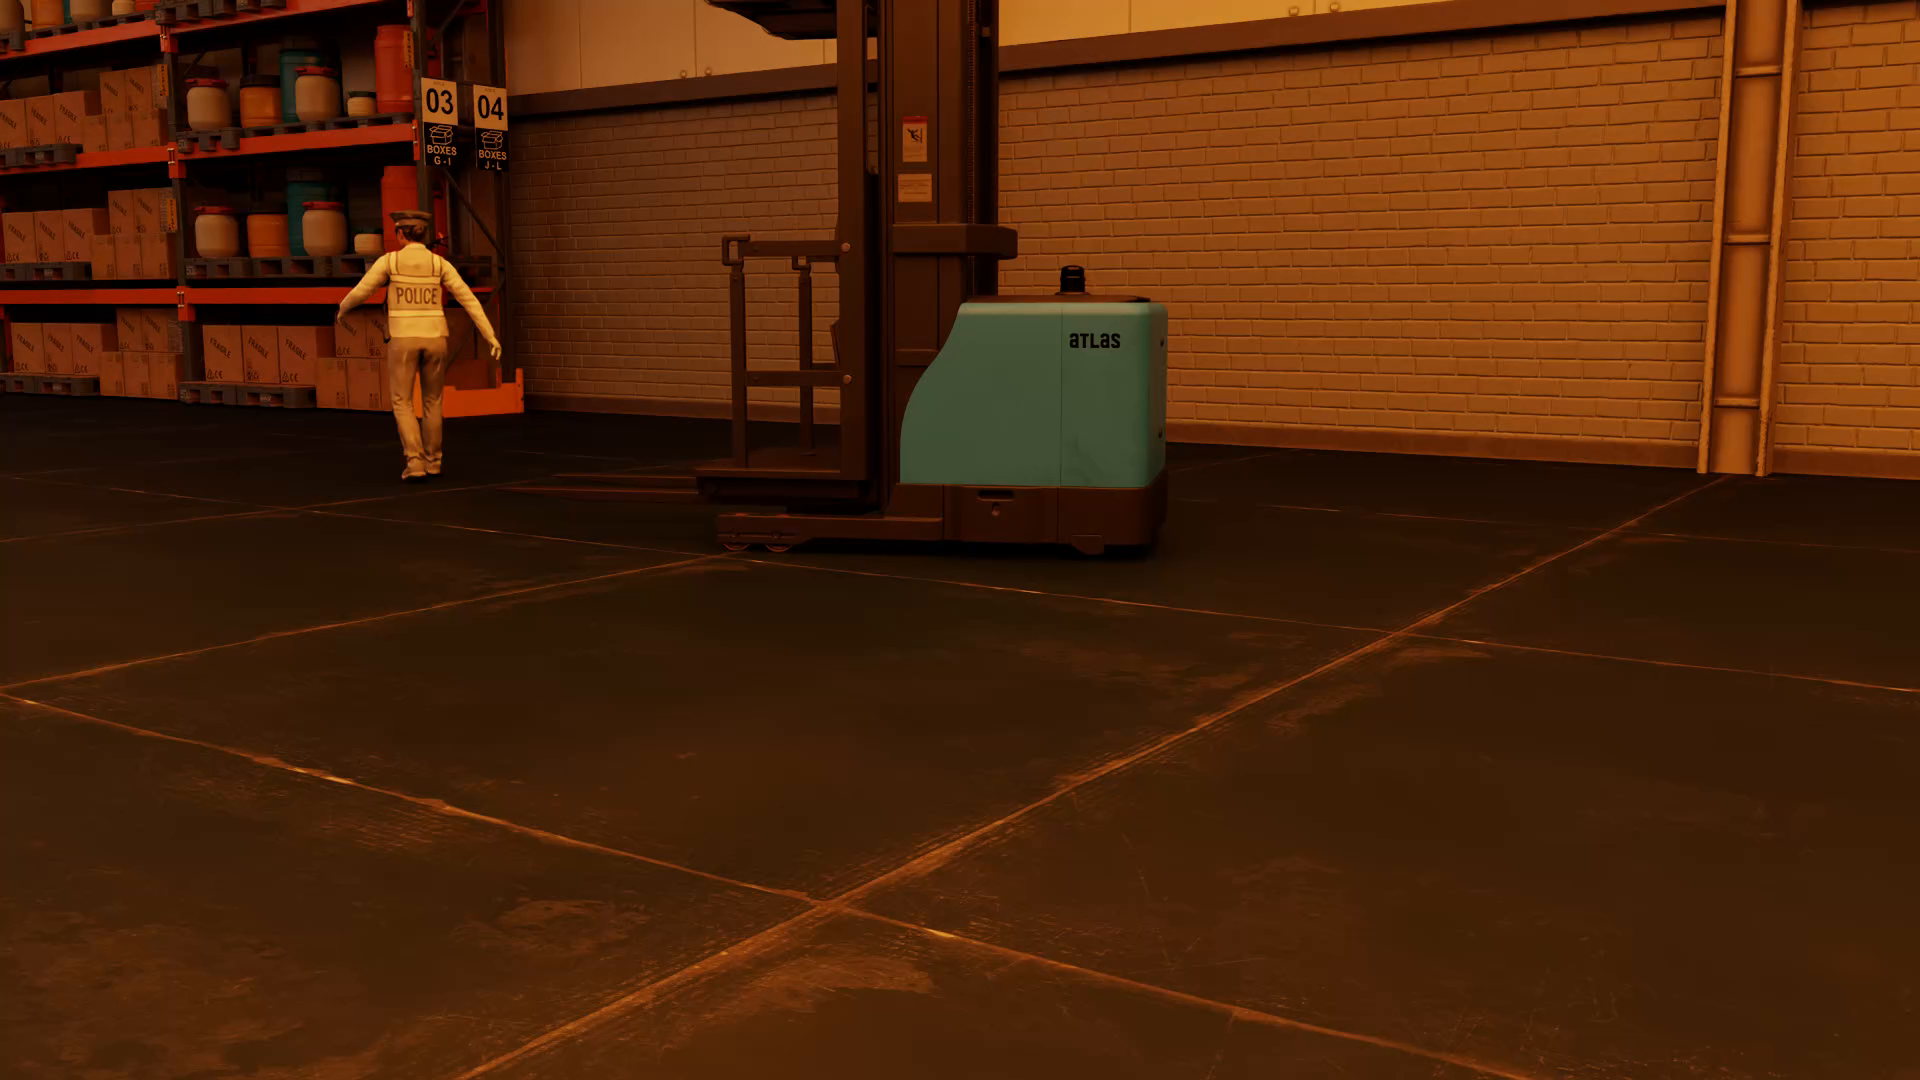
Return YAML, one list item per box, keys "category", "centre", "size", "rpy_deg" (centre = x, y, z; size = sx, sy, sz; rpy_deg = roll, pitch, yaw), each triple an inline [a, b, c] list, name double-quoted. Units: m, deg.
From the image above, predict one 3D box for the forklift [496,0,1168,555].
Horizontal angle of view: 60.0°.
- category: "forklift"
  centre: [-0.596, -1.469, 7.520]
  size: [3.031, 2.935, 1.130]
  rpy_deg: [2, 8, 12]

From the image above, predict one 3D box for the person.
- category: "person"
  centre: [-3.457, -1.242, 10.531]
  size: [0.567, 1.718, 0.463]
  rpy_deg: [-3, 9, -18]
